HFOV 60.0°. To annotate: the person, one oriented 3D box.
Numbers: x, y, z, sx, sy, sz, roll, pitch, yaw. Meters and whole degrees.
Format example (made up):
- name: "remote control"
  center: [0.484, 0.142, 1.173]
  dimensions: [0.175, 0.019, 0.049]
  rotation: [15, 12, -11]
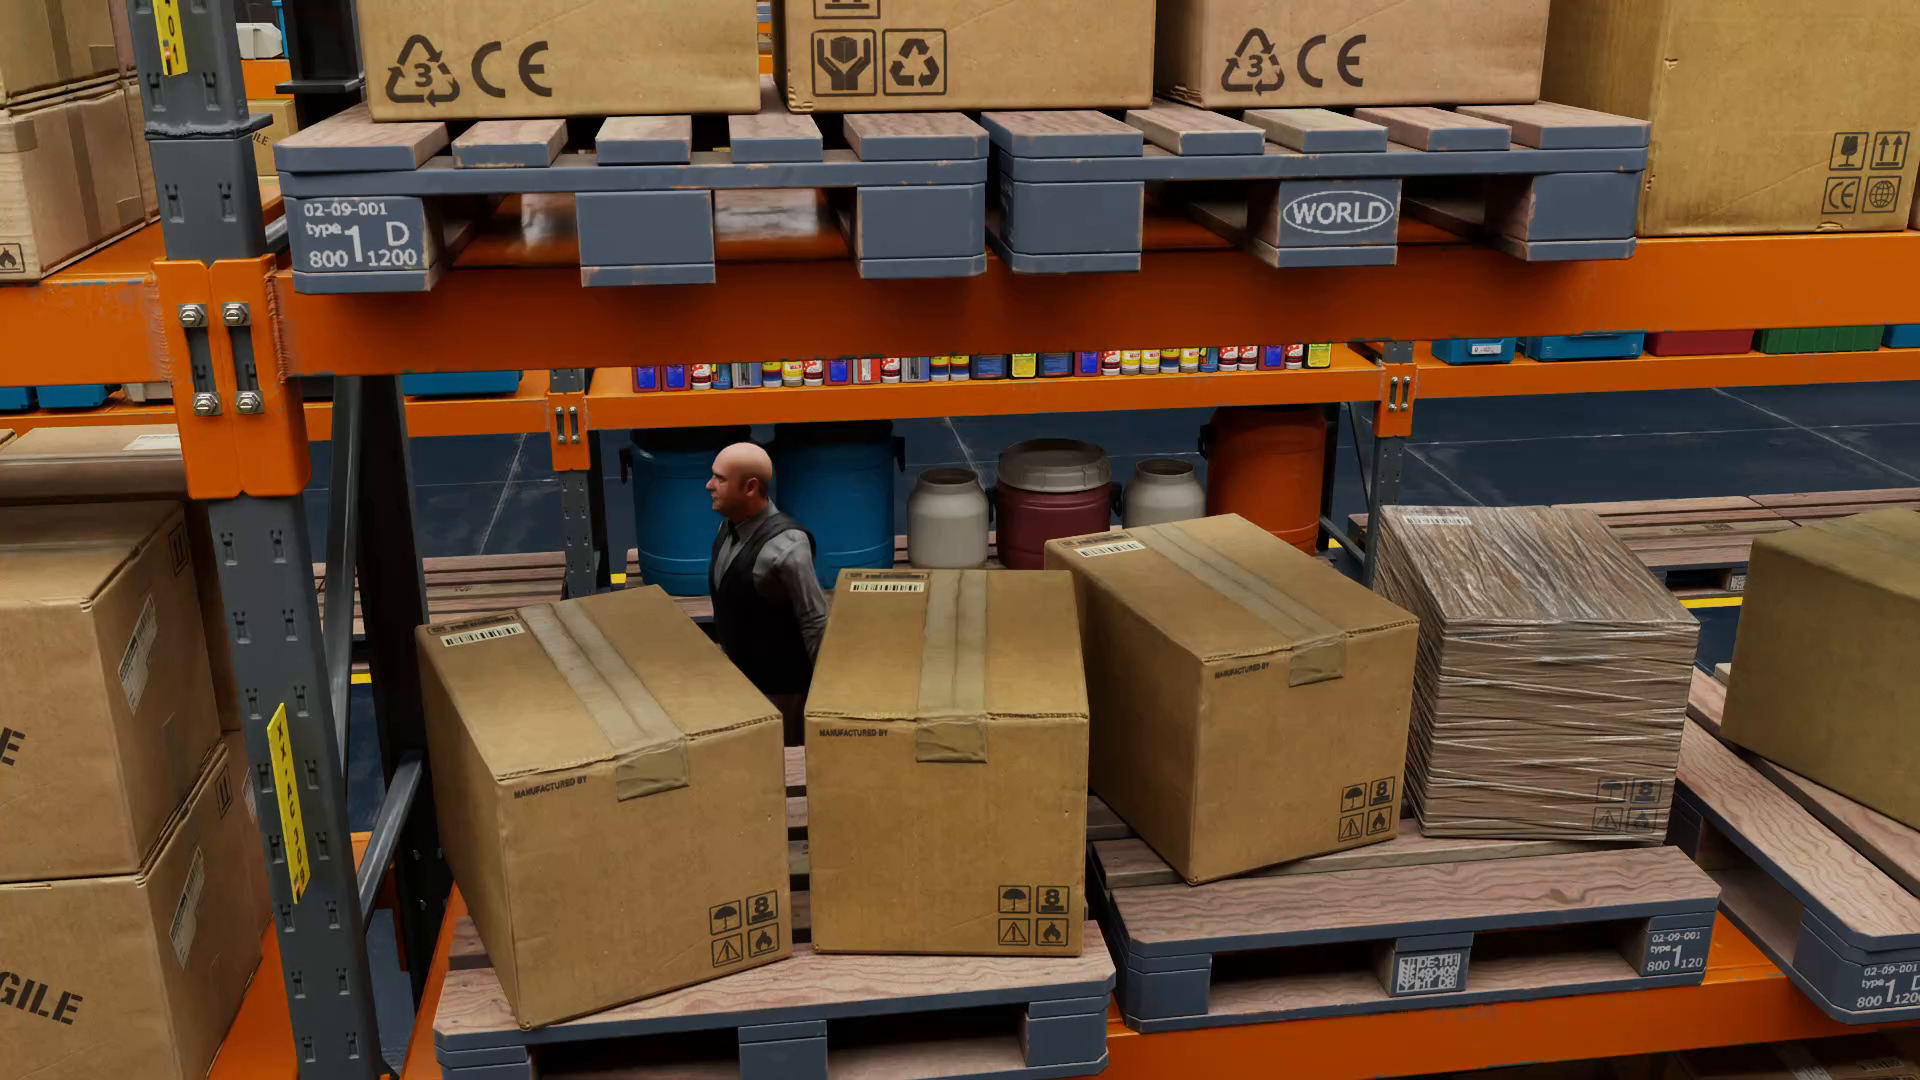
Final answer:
- name: "person"
  center: [-0.645, 0.498, 5.759]
  dimensions: [0.714, 1.741, 0.551]
  rotation: [-8, 22, -22]
